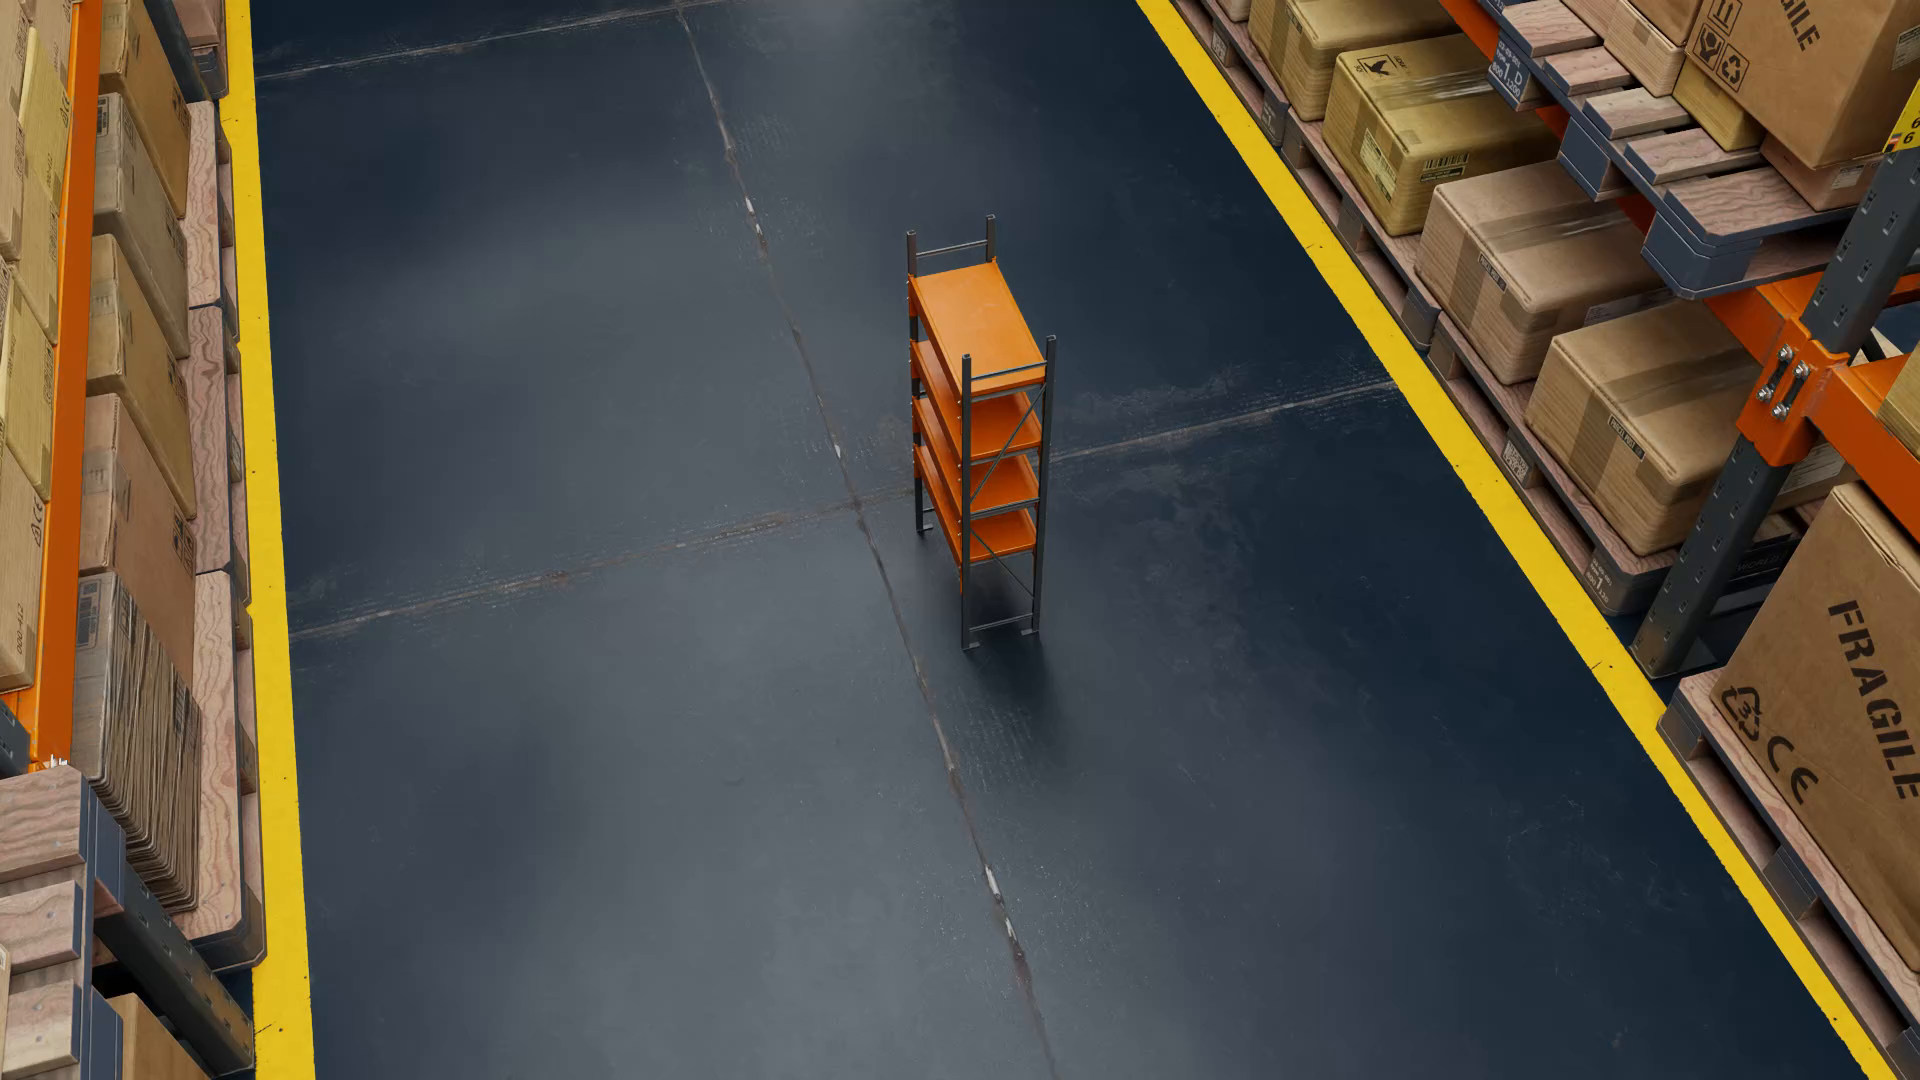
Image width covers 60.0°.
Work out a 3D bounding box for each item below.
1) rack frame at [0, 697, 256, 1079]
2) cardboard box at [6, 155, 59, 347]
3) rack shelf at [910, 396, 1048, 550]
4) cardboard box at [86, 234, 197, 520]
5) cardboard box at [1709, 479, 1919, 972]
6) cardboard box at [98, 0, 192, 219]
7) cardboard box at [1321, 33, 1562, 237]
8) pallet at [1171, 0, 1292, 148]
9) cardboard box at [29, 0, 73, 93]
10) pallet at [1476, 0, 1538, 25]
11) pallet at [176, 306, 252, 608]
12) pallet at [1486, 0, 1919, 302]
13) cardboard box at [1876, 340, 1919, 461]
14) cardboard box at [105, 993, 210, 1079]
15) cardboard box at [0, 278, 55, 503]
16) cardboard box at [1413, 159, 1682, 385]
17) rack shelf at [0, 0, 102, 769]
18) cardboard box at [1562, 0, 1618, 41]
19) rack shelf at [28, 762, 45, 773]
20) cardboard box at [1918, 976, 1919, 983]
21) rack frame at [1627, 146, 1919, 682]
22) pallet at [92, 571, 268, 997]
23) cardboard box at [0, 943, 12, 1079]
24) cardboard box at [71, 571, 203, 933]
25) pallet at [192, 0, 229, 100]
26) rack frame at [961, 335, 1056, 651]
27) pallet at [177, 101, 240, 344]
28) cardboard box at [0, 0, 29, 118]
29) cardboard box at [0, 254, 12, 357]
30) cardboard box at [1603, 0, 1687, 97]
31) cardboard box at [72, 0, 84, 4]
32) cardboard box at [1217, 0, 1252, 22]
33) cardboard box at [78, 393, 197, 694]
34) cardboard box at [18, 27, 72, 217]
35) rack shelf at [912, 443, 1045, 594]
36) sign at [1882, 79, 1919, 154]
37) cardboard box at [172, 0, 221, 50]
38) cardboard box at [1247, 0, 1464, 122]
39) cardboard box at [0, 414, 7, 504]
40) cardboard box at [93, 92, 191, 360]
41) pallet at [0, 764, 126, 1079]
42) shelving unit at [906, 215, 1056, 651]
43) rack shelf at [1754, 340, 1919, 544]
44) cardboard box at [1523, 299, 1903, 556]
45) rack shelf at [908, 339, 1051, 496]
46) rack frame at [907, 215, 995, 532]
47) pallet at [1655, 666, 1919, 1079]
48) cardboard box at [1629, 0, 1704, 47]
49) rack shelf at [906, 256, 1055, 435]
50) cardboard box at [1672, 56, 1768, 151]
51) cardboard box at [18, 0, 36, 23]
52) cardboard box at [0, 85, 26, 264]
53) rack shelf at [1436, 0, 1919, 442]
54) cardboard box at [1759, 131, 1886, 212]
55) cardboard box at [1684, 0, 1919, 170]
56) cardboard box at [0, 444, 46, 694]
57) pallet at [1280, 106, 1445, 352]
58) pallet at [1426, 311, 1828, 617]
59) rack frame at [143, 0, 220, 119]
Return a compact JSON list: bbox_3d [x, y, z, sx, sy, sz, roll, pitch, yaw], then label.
[{"bbox_3d":[-2.249,0.418,2.935,1.000,3.000,0.127,-13,51,-11],"label":"rack frame"},{"bbox_3d":[-2.450,-0.656,3.939,0.500,0.250,0.500,-15,51,-12],"label":"cardboard box"},{"bbox_3d":[0.049,-0.222,4.741,0.258,0.148,0.480,-13,51,-11],"label":"rack shelf"},{"bbox_3d":[-2.821,-0.377,4.885,0.875,0.625,0.625,-15,52,-12],"label":"cardboard box"},{"bbox_3d":[2.616,0.366,4.094,0.875,0.875,0.875,-14,51,-11],"label":"cardboard box"},{"bbox_3d":[-3.267,-1.494,5.826,0.875,0.625,0.625,-11,51,-9],"label":"cardboard box"},{"bbox_3d":[1.889,-1.502,5.998,0.950,0.372,0.625,-12,51,-10],"label":"cardboard box"},{"bbox_3d":[1.540,-2.161,6.934,1.003,0.211,1.213,-13,51,-11],"label":"pallet"},{"bbox_3d":[-2.762,-1.410,4.575,0.500,0.250,0.500,-13,51,-11],"label":"cardboard box"},{"bbox_3d":[1.867,-2.081,5.168,1.003,0.211,1.213,-13,51,-11],"label":"pallet"},{"bbox_3d":[-2.812,-0.182,5.266,1.003,0.211,1.213,-13,51,-11],"label":"pallet"},{"bbox_3d":[2.179,-1.141,4.376,1.213,0.211,1.003,-13,51,-11],"label":"pallet"},{"bbox_3d":[2.396,-0.244,3.592,0.500,0.250,0.500,-14,51,-12],"label":"cardboard box"},{"bbox_3d":[-1.919,1.349,3.511,0.500,0.500,0.500,-12,51,-10],"label":"cardboard box"},{"bbox_3d":[-2.291,-0.281,3.623,0.500,0.250,0.500,-14,51,-12],"label":"cardboard box"},{"bbox_3d":[2.108,-0.947,5.530,0.950,0.372,0.625,-14,51,-12],"label":"cardboard box"},{"bbox_3d":[-2.841,-0.810,4.442,1.077,0.370,4.000,-13,51,-11],"label":"rack shelf"},{"bbox_3d":[1.837,-1.486,4.431,0.380,0.149,0.250,-16,52,-13],"label":"cardboard box"},{"bbox_3d":[-1.658,2.111,1.979,1.077,0.370,4.000,-13,51,-11],"label":"rack shelf"},{"bbox_3d":[2.876,1.019,3.544,0.875,0.875,0.875,-13,51,-11],"label":"cardboard box"},{"bbox_3d":[2.491,-0.707,3.884,1.000,3.000,0.127,-13,51,-11],"label":"rack frame"},{"bbox_3d":[-2.455,0.707,4.516,1.003,0.211,1.213,-13,51,-11],"label":"pallet"},{"bbox_3d":[-1.688,0.757,2.539,0.380,0.149,0.250,-12,51,-10],"label":"cardboard box"},{"bbox_3d":[-2.421,0.590,4.069,0.875,0.625,0.625,-12,51,-10],"label":"cardboard box"},{"bbox_3d":[-3.627,-2.195,6.962,1.003,0.211,1.213,-13,51,-11],"label":"pallet"},{"bbox_3d":[0.121,-0.088,4.539,0.240,1.200,0.015,-13,51,-11],"label":"rack frame"},{"bbox_3d":[-3.177,-1.075,6.018,1.003,0.211,1.213,-13,51,-11],"label":"pallet"},{"bbox_3d":[-2.607,-1.193,4.065,0.500,0.250,0.500,-13,51,-10],"label":"cardboard box"},{"bbox_3d":[-2.294,-0.440,3.430,0.500,0.250,0.500,-12,51,-10],"label":"cardboard box"},{"bbox_3d":[1.904,-1.300,4.274,0.380,0.149,0.250,-14,51,-11],"label":"cardboard box"},{"bbox_3d":[-2.879,-1.780,4.887,0.500,0.250,0.500,-14,51,-11],"label":"cardboard box"},{"bbox_3d":[1.466,-2.534,6.868,0.950,0.372,0.625,-13,51,-11],"label":"cardboard box"},{"bbox_3d":[-2.621,0.114,4.470,0.875,0.625,0.625,-12,51,-10],"label":"cardboard box"},{"bbox_3d":[-2.602,-1.035,4.259,0.500,0.250,0.500,-12,51,-10],"label":"cardboard box"},{"bbox_3d":[0.049,-0.094,4.893,0.258,0.148,0.480,-13,51,-11],"label":"rack shelf"},{"bbox_3d":[1.976,-0.925,3.362,0.100,0.325,0.005,-13,51,-11],"label":"sign"},{"bbox_3d":[-3.259,-2.180,6.650,0.500,0.250,0.500,-13,51,-11],"label":"cardboard box"},{"bbox_3d":[1.682,-2.010,6.426,0.950,0.372,0.625,-10,51,-9],"label":"cardboard box"},{"bbox_3d":[-2.123,-0.079,3.126,0.500,0.250,0.500,-13,51,-11],"label":"cardboard box"},{"bbox_3d":[-3.045,-0.926,5.347,0.875,0.625,0.625,-14,51,-11],"label":"cardboard box"},{"bbox_3d":[-1.982,0.959,2.605,1.213,0.211,1.003,-13,51,-11],"label":"pallet"},{"bbox_3d":[0.049,-0.266,4.689,0.258,1.200,0.503,-13,51,-11],"label":"shelving unit"},{"bbox_3d":[3.083,0.986,2.927,1.077,0.370,4.000,-13,51,-11],"label":"rack shelf"},{"bbox_3d":[2.334,-0.410,5.078,0.950,0.372,0.625,-16,52,-13],"label":"cardboard box"},{"bbox_3d":[0.049,-0.367,4.570,0.258,0.148,0.480,-13,51,-11],"label":"rack shelf"},{"bbox_3d":[-0.023,-0.444,4.840,0.240,1.200,0.015,-13,51,-11],"label":"rack frame"},{"bbox_3d":[2.653,0.785,4.450,1.003,0.211,1.213,-13,51,-11],"label":"pallet"},{"bbox_3d":[1.928,-1.614,4.114,0.500,0.500,0.500,-14,51,-12],"label":"cardboard box"},{"bbox_3d":[0.049,-0.519,4.389,0.258,0.148,0.480,-13,51,-11],"label":"rack shelf"},{"bbox_3d":[2.021,-1.127,4.128,0.380,0.149,0.250,-13,51,-10],"label":"cardboard box"},{"bbox_3d":[-2.738,-1.566,4.380,0.500,0.250,0.500,-12,51,-10],"label":"cardboard box"},{"bbox_3d":[-2.432,-0.826,3.756,0.500,0.250,0.500,-14,51,-12],"label":"cardboard box"},{"bbox_3d":[1.900,-1.935,5.390,1.077,0.370,4.000,-13,51,-11],"label":"rack shelf"},{"bbox_3d":[2.170,-0.947,3.976,0.380,0.149,0.250,-12,51,-10],"label":"cardboard box"},{"bbox_3d":[2.091,-1.239,3.798,0.500,0.500,0.500,-15,51,-12],"label":"cardboard box"},{"bbox_3d":[-2.147,0.087,3.312,0.500,0.250,0.500,-13,51,-11],"label":"cardboard box"},{"bbox_3d":[1.905,-1.268,6.181,1.003,0.211,1.213,-13,51,-11],"label":"pallet"},{"bbox_3d":[2.262,-0.379,5.431,1.003,0.211,1.213,-13,51,-11],"label":"pallet"},{"bbox_3d":[-3.432,-2.503,5.398,1.000,3.000,0.127,-13,51,-11],"label":"rack frame"}]
